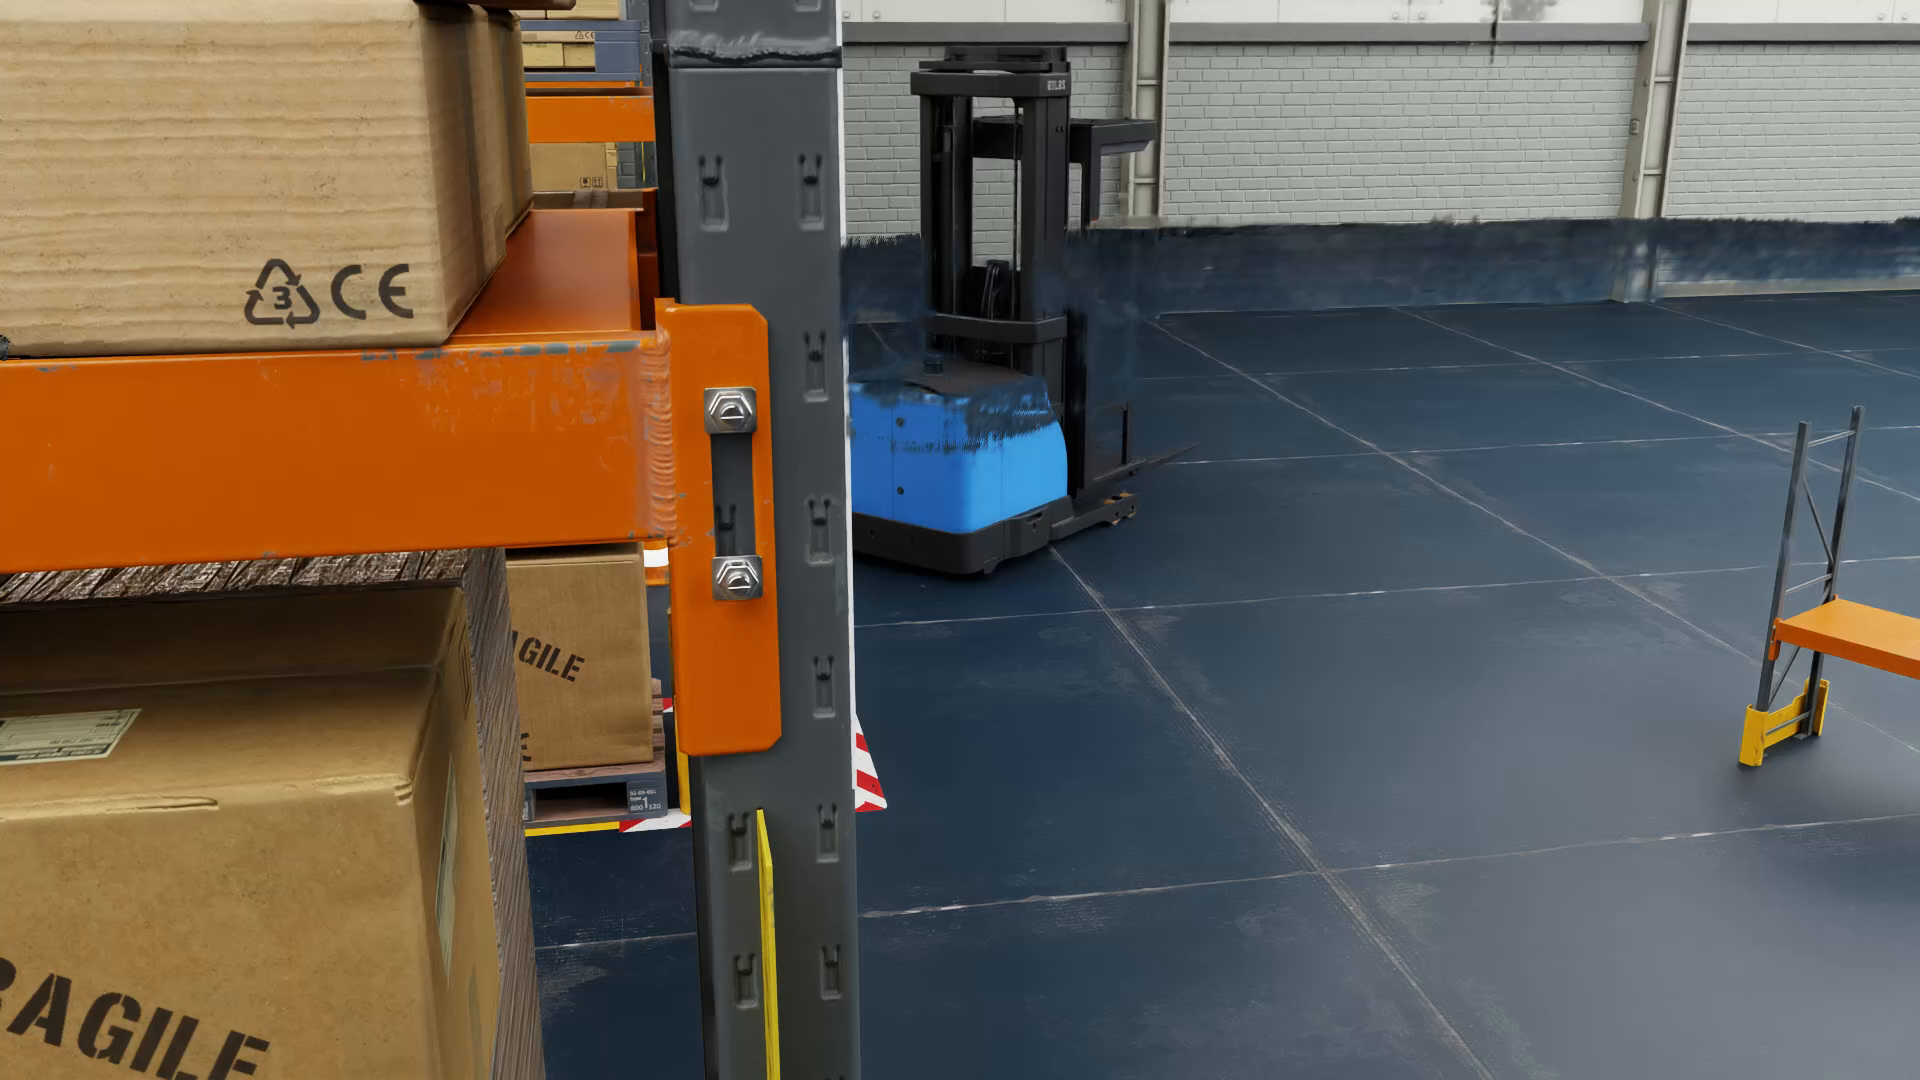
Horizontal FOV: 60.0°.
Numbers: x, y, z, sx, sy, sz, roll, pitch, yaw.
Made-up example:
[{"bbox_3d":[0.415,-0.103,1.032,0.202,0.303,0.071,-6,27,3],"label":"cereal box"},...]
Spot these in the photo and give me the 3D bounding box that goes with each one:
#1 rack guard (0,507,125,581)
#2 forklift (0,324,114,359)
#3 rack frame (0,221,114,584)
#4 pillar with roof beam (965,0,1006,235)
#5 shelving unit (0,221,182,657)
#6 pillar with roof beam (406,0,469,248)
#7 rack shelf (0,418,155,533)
[{"bbox_3d":[3.621,0.795,7.299,0.587,0.250,0.087,-13,21,-36],"label":"rack guard"},{"bbox_3d":[0.518,-1.571,10.435,1.130,2.935,3.031,13,21,35],"label":"forklift"},{"bbox_3d":[3.620,0.197,7.117,0.500,1.500,0.032,-13,21,-36],"label":"rack frame"},{"bbox_3d":[8.674,-5.864,14.078,0.400,9.000,9.100,-3,17,-10],"label":"pillar with roof beam"},{"bbox_3d":[3.924,0.313,6.738,0.587,1.500,1.083,-13,21,-36],"label":"shelving unit"},{"bbox_3d":[2.783,-5.530,12.990,0.400,9.000,9.100,-3,17,-10],"label":"pillar with roof beam"},{"bbox_3d":[3.929,0.487,6.784,0.538,0.185,1.000,-13,21,-36],"label":"rack shelf"}]
